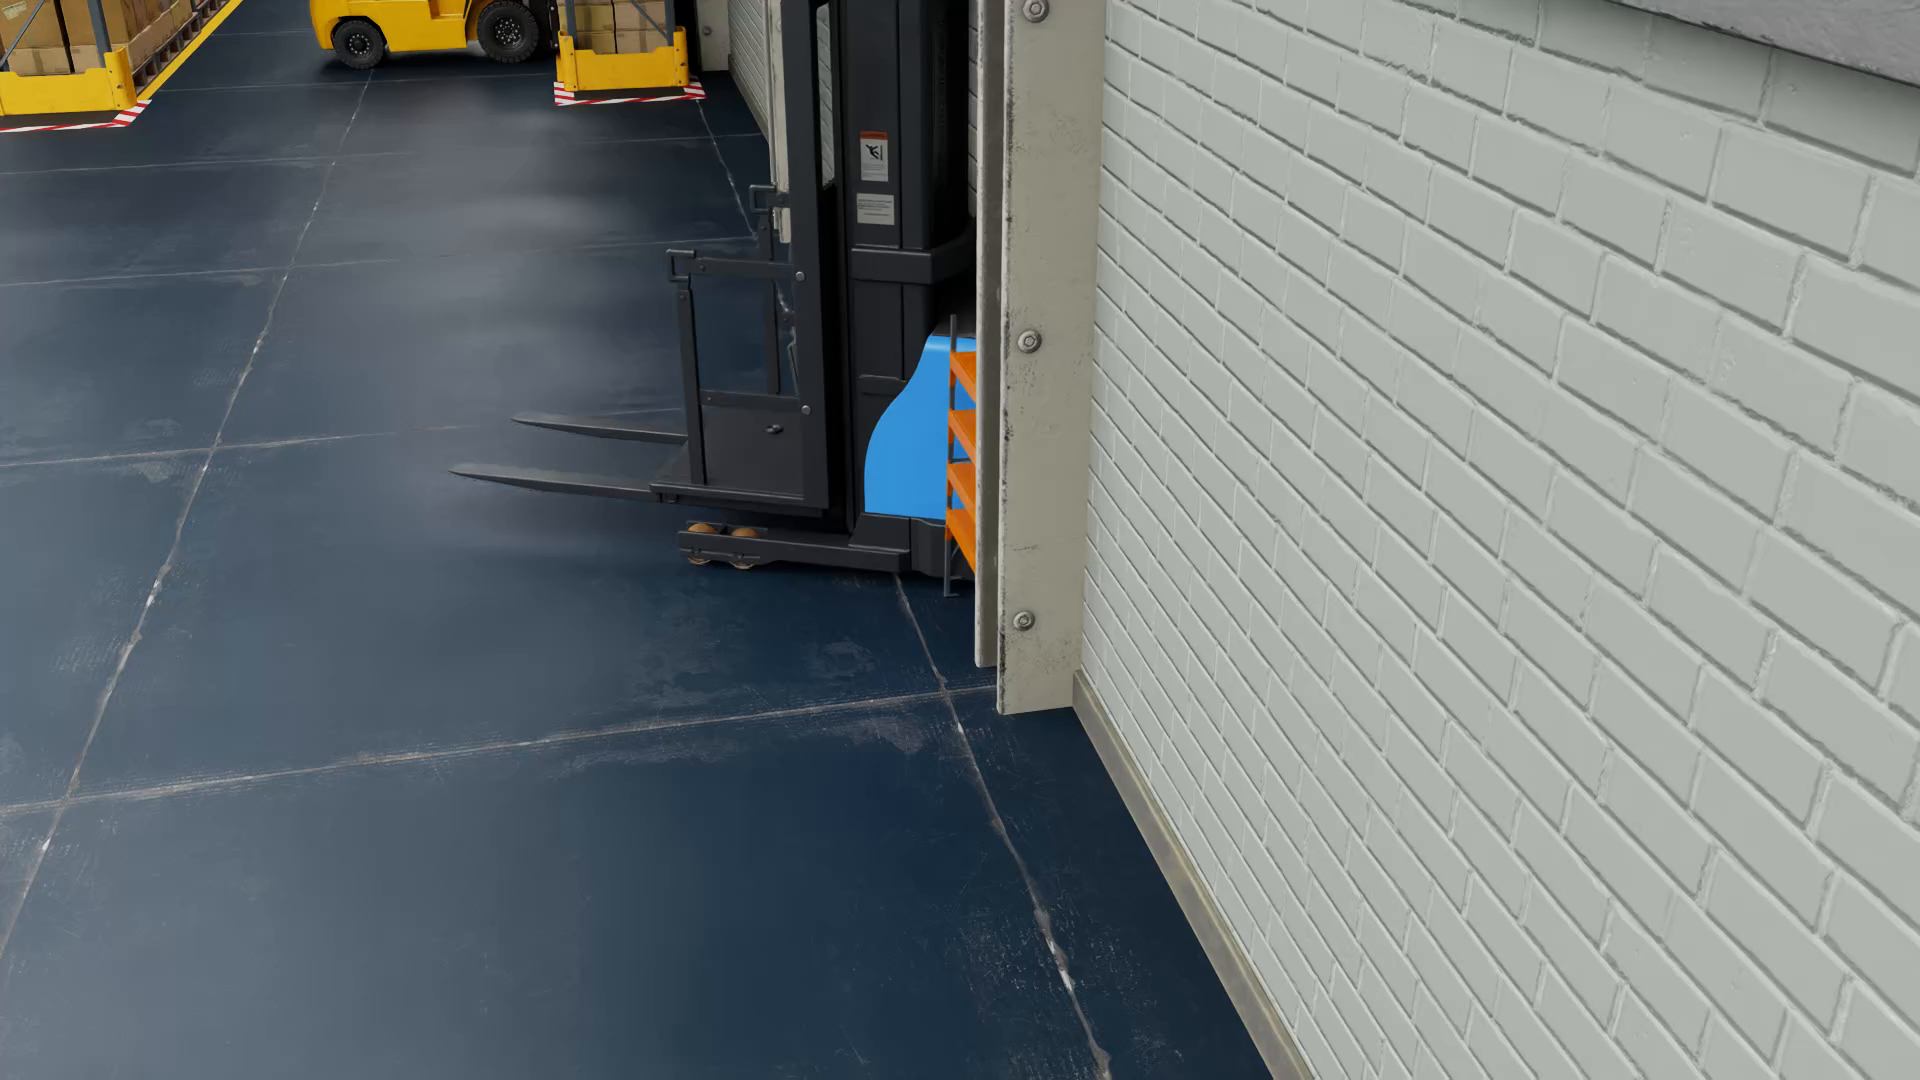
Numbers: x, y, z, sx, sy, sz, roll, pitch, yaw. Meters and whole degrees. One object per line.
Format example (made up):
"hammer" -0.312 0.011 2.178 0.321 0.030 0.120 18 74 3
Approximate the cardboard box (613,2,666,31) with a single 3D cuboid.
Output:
"cardboard box" -3.079 -5.092 16.039 0.500 0.250 0.500 -5 27 -11

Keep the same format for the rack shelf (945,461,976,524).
"rack shelf" 0.126 -0.150 6.356 0.258 0.148 0.480 -5 27 -13

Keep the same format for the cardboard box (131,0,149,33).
"cardboard box" -8.051 -5.092 15.762 0.500 0.500 0.500 -7 28 -14

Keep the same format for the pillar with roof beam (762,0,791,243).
"pillar with roof beam" -5.296 -5.685 8.527 9.100 9.000 0.400 -6 27 -12

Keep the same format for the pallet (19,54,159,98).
"pallet" -8.176 -4.324 15.583 1.003 0.211 1.213 -6 27 -12

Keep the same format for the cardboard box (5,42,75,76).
"cardboard box" -8.460 -4.473 15.369 0.500 0.250 0.500 -6 27 -12

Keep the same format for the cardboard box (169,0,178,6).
"cardboard box" -8.401 -5.770 17.107 0.500 0.500 0.500 -5 27 -11

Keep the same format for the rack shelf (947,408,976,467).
"rack shelf" 0.132 -0.350 6.256 0.258 0.148 0.480 -5 27 -13

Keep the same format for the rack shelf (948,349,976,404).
"rack shelf" 0.138 -0.561 6.150 0.258 0.148 0.480 -5 27 -13

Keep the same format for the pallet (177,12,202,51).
"pallet" -8.726 -5.395 17.705 1.003 0.211 1.213 -6 27 -12

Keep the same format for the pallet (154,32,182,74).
"pallet" -8.448 -4.859 16.642 1.003 0.211 1.213 -6 27 -12

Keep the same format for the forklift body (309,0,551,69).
"forklift body" -5.380 -5.949 16.650 2.313 2.155 1.214 -6 27 -12

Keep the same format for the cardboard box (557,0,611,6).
"cardboard box" -3.583 -5.258 15.814 0.500 0.250 0.500 -5 27 -10

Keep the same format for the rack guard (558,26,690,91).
"rack guard" -3.170 -4.555 15.719 1.175 0.500 0.348 -6 27 -12

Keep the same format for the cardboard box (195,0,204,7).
"cardboard box" -9.033 -6.176 18.607 0.950 0.372 0.625 -6 27 -11

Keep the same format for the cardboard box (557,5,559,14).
"cardboard box" -3.829 -5.492 16.832 0.500 0.250 0.500 -7 28 -13

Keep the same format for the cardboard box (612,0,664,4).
"cardboard box" -3.099 -5.318 15.932 0.500 0.250 0.500 -6 27 -12

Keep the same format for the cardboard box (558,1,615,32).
"cardboard box" -3.590 -5.046 15.949 0.500 0.250 0.500 -6 27 -12

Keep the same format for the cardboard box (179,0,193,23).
"cardboard box" -8.517 -5.659 17.718 0.500 0.250 0.500 -5 27 -9

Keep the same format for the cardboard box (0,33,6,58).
"cardboard box" -9.996 -5.208 17.011 0.500 0.500 0.500 13 30 24

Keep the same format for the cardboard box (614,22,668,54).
"cardboard box" -3.096 -4.876 16.168 0.500 0.250 0.500 -6 27 -11

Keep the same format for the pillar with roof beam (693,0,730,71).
"pillar with roof beam" -6.649 -8.319 13.745 9.100 9.000 0.400 -6 27 -12

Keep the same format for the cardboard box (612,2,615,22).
"cardboard box" -3.203 -5.311 16.474 0.500 0.250 0.500 -6 27 -12

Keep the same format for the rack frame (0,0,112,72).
"rack frame" -8.011 -5.175 14.175 1.000 3.000 0.127 -6 27 -12

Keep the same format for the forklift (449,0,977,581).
"forklift" -0.717 -1.413 6.797 3.031 2.935 1.130 6 27 11

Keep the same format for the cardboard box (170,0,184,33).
"cardboard box" -8.387 -5.426 17.257 0.500 0.250 0.500 -7 28 -13

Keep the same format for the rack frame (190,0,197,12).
"rack frame" -8.912 -6.931 17.654 1.000 3.000 0.127 -6 27 -12

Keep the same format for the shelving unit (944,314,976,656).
"shelving unit" 0.128 -0.210 6.325 0.258 1.200 0.503 -5 27 -13

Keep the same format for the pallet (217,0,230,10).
"pallet" -9.367 -6.565 20.022 1.003 0.211 1.213 -6 27 -12

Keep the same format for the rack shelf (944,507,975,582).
"rack shelf" 0.121 0.028 6.444 0.258 0.148 0.480 -5 27 -13

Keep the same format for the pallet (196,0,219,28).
"pallet" -9.089 -6.028 18.959 1.003 0.211 1.213 -6 27 -12

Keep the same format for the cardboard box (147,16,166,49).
"cardboard box" -8.166 -4.981 16.374 0.500 0.250 0.500 -4 27 -8

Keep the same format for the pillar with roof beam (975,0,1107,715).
"pillar with roof beam" -3.944 -3.051 3.308 9.100 9.000 0.400 -6 27 -12

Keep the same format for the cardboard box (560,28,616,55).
"cardboard box" -3.589 -4.815 16.046 0.500 0.250 0.500 -6 27 -11

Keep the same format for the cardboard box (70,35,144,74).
"cardboard box" -7.923 -4.517 15.457 0.500 0.250 0.500 -6 27 -12

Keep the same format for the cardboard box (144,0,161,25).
"cardboard box" -8.156 -5.313 16.200 0.500 0.500 0.500 -5 27 -11

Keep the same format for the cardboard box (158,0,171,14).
"cardboard box" -8.285 -5.547 16.663 0.500 0.500 0.500 -5 27 -9

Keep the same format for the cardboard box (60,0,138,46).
"cardboard box" -7.929 -4.863 15.308 0.500 0.500 0.500 -7 28 -13

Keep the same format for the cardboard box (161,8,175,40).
"cardboard box" -8.277 -5.203 16.814 0.500 0.250 0.500 -6 27 -11

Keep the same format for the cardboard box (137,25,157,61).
"cardboard box" -8.031 -4.742 15.902 0.500 0.250 0.500 -5 27 -10

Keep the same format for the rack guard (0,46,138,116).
"rack guard" -8.028 -4.093 14.804 1.175 0.500 0.348 -6 27 -12

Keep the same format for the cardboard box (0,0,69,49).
"cardboard box" -8.445 -4.795 15.175 0.500 0.500 0.500 -6 27 -11

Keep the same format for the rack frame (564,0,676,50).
"rack frame" -3.176 -5.681 15.176 1.000 3.000 0.127 -6 27 -12

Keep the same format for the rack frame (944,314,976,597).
"rack frame" 0.068 -0.317 6.536 0.240 1.200 0.015 -5 27 -13
